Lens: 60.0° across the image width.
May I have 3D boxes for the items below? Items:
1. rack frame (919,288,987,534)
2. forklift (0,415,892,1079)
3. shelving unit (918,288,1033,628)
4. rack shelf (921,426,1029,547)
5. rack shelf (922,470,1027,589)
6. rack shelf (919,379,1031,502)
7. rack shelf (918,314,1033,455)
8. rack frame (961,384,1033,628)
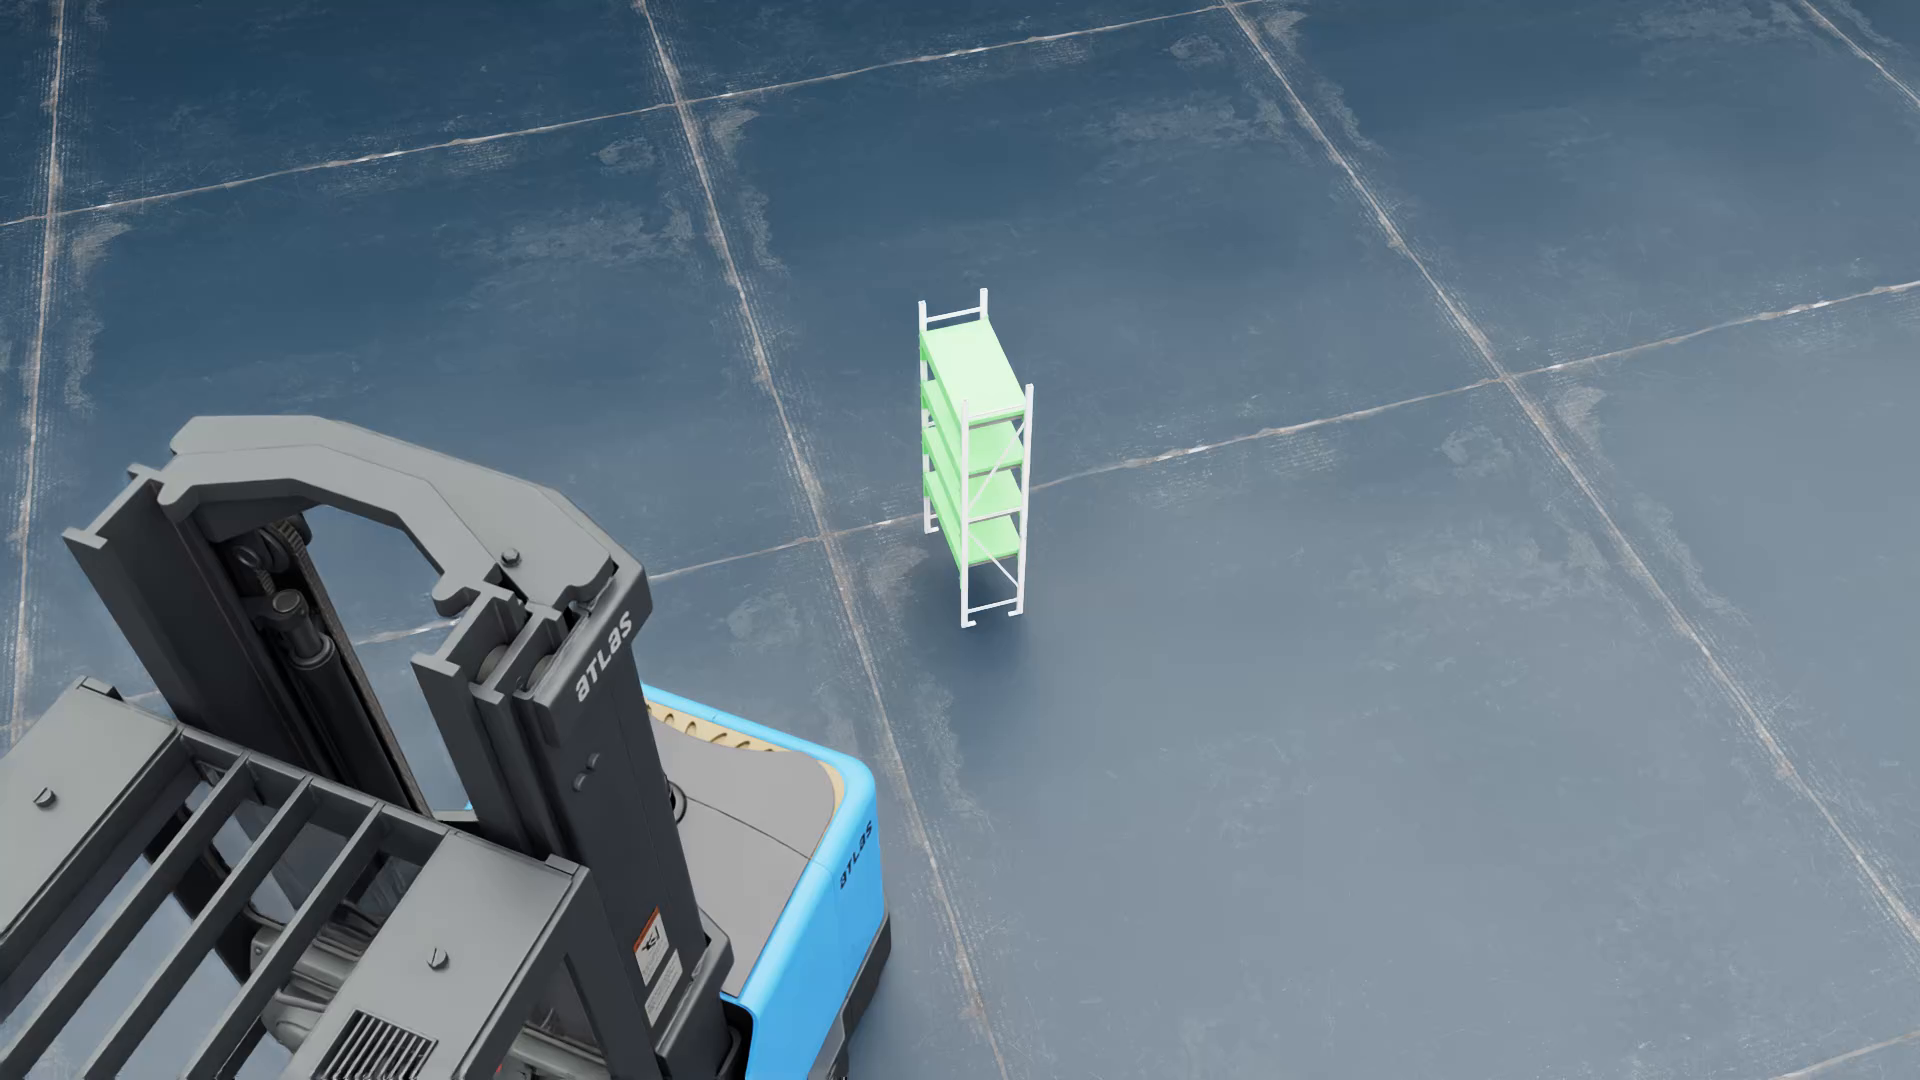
[{"bbox_3d":[-0.023,-0.444,6.129,0.240,1.200,0.015,-13,51,-11],"label":"rack frame"},{"bbox_3d":[-1.243,1.280,3.544,1.130,2.935,3.031,17,52,14],"label":"forklift"},{"bbox_3d":[0.049,-0.266,5.979,0.258,1.200,0.503,-13,51,-11],"label":"shelving unit"},{"bbox_3d":[0.049,-0.225,6.028,0.258,0.148,0.480,-13,51,-11],"label":"rack shelf"},{"bbox_3d":[0.049,-0.070,6.211,0.258,0.148,0.480,-13,51,-11],"label":"rack shelf"},{"bbox_3d":[0.049,-0.379,5.844,0.258,0.148,0.480,-13,51,-11],"label":"rack shelf"},{"bbox_3d":[0.049,-0.534,5.661,0.258,0.148,0.480,-13,51,-11],"label":"rack shelf"},{"bbox_3d":[0.121,-0.088,5.829,0.240,1.200,0.015,-13,51,-11],"label":"rack frame"}]
